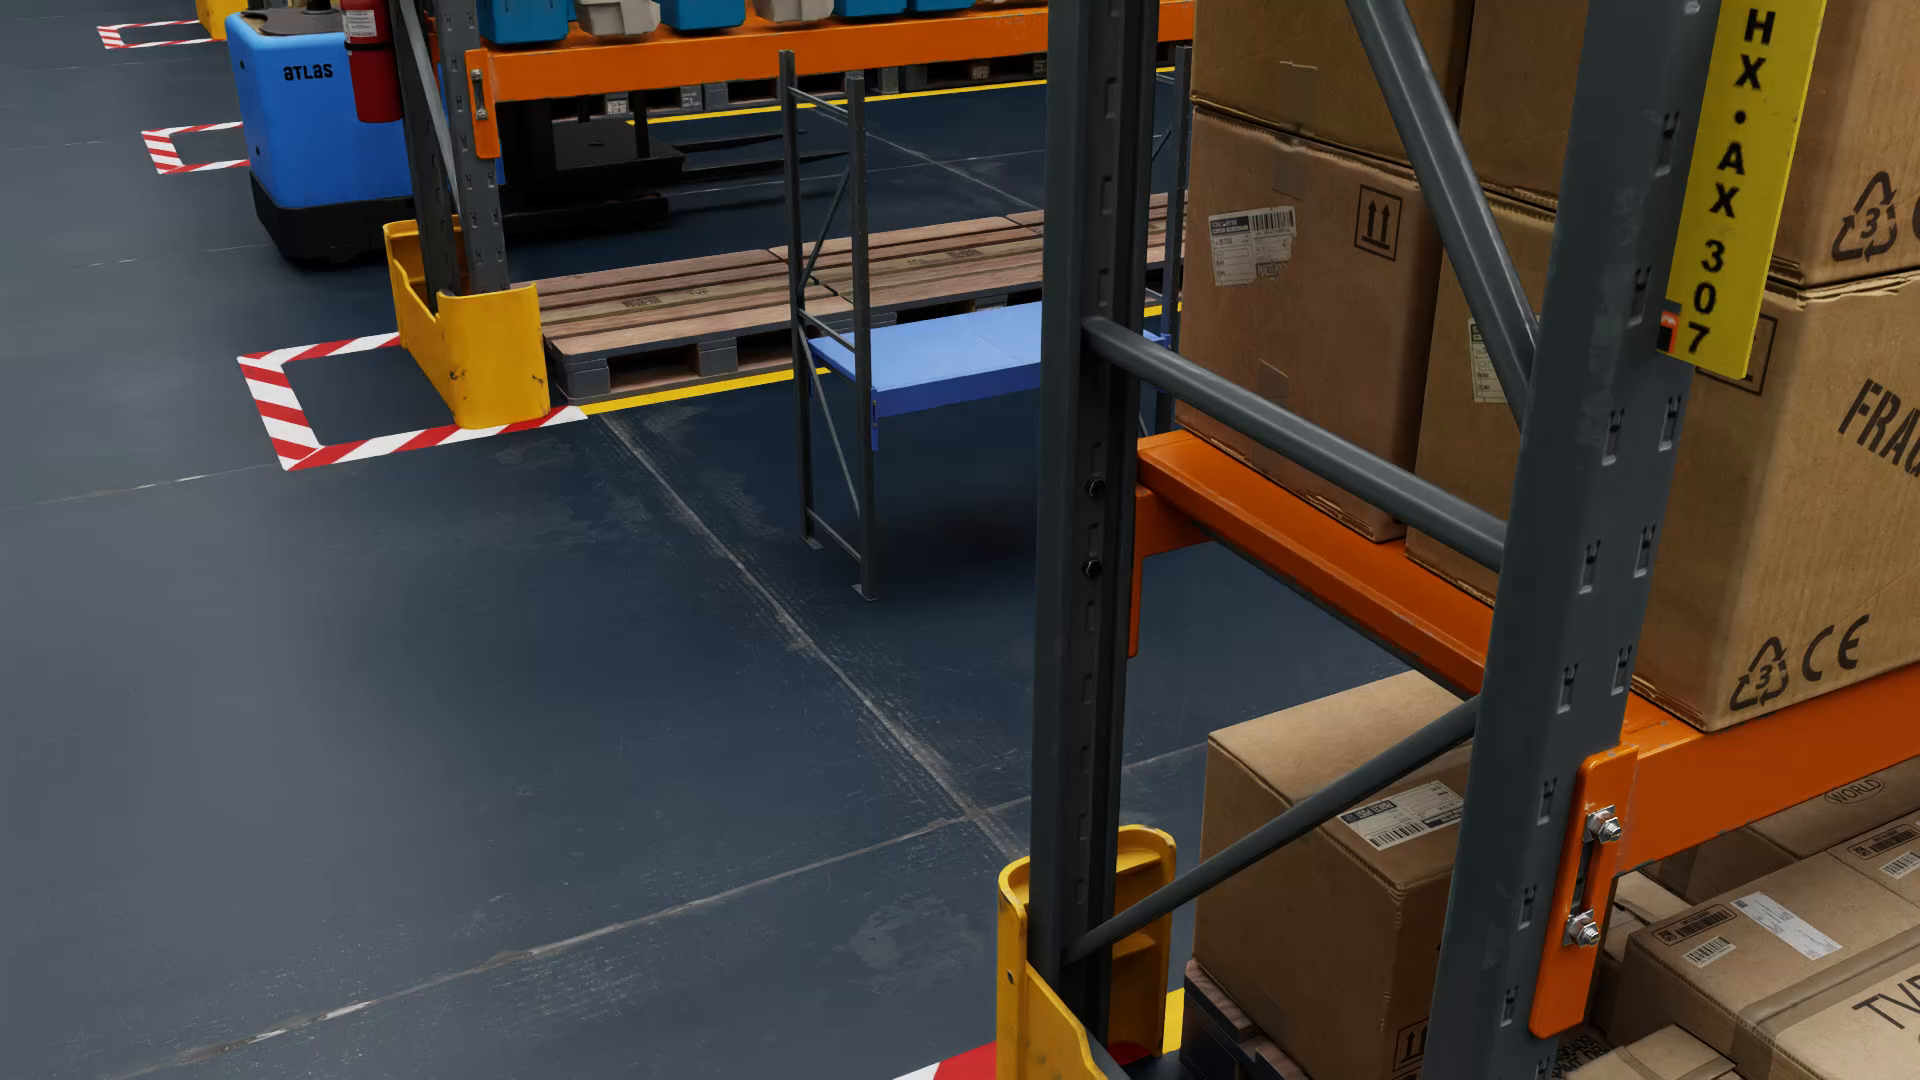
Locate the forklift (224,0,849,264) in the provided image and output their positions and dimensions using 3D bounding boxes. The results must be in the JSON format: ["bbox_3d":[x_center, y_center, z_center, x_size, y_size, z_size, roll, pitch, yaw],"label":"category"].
[{"bbox_3d":[-2.086,-3.082,8.282,3.031,2.935,1.130,-14,29,-26],"label":"forklift"}]

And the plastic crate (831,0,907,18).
[{"bbox_3d":[-0.390,-2.158,6.403,0.300,0.233,0.416,-13,29,-25],"label":"plastic crate"}]

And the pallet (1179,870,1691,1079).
[{"bbox_3d":[1.173,0.958,3.012,1.213,0.211,1.003,-13,29,-25],"label":"pallet"}]

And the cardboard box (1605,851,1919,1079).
[{"bbox_3d":[1.457,0.816,2.754,0.500,0.250,0.500,-13,29,-25],"label":"cardboard box"}]

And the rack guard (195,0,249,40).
[{"bbox_3d":[-6.433,-4.709,14.480,0.348,0.500,1.175,-13,29,-25],"label":"rack guard"}]

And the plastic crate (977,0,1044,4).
[{"bbox_3d":[0.210,-2.267,6.742,0.466,0.136,0.293,-13,29,-25],"label":"plastic crate"}]

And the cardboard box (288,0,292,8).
[{"bbox_3d":[-5.887,-4.709,14.400,0.250,0.149,0.380,-12,28,-24],"label":"cardboard box"}]

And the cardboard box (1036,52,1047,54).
[{"bbox_3d":[0.618,-4.272,12.651,0.875,0.875,1.225,-14,29,-27],"label":"cardboard box"}]

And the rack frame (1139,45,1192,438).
[{"bbox_3d":[0.524,-0.797,5.177,0.032,1.500,0.500,-13,29,-25],"label":"rack frame"}]

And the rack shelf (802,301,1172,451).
[{"bbox_3d":[0.075,-0.531,5.039,1.000,0.185,0.538,-13,29,-25],"label":"rack shelf"}]

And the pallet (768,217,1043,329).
[{"bbox_3d":[-0.104,-1.157,7.415,1.213,0.211,1.003,-13,29,-25],"label":"pallet"}]

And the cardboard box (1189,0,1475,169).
[{"bbox_3d":[0.666,-0.813,2.206,0.500,0.500,0.500,-13,29,-26],"label":"cardboard box"}]

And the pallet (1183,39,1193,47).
[{"bbox_3d":[2.073,-4.146,13.641,1.213,0.211,1.003,-13,29,-25],"label":"pallet"}]

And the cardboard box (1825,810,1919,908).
[{"bbox_3d":[1.899,0.714,2.966,0.500,0.250,0.500,-13,29,-25],"label":"cardboard box"}]

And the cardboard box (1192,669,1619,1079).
[{"bbox_3d":[0.767,0.602,2.909,0.500,0.500,0.500,-13,29,-25],"label":"cardboard box"}]

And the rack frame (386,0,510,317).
[{"bbox_3d":[-1.925,-2.014,5.979,0.127,3.000,1.000,-13,29,-25],"label":"rack frame"}]

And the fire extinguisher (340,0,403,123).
[{"bbox_3d":[-2.272,-1.954,6.374,0.183,0.674,0.296,-13,29,-25],"label":"fire extinguisher"}]

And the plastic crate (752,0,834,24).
[{"bbox_3d":[-0.631,-2.018,6.224,0.298,0.136,0.250,-13,29,-25],"label":"plastic crate"}]

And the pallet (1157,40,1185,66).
[{"bbox_3d":[0.997,-3.899,13.127,1.213,0.211,1.003,-13,29,-25],"label":"pallet"}]

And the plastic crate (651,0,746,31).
[{"bbox_3d":[-0.971,-2.024,6.124,0.300,0.233,0.416,-13,29,-25],"label":"plastic crate"}]

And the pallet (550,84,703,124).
[{"bbox_3d":[-2.511,-3.088,11.437,1.213,0.211,1.003,-13,29,-25],"label":"pallet"}]

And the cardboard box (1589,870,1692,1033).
[{"bbox_3d":[1.166,0.705,3.082,0.250,0.166,0.380,-13,29,-25],"label":"cardboard box"}]

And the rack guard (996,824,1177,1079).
[{"bbox_3d":[0.470,0.990,2.610,0.348,0.500,1.175,-13,29,-25],"label":"rack guard"}]

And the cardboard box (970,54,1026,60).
[{"bbox_3d":[-0.171,-4.089,12.272,0.875,0.875,1.225,-13,29,-25],"label":"cardboard box"}]

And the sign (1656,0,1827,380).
[{"bbox_3d":[0.658,-0.304,1.418,0.005,0.325,0.100,-13,29,-25],"label":"sign"}]

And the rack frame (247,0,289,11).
[{"bbox_3d":[-4.255,-3.905,9.918,0.127,3.000,1.000,-13,29,-25],"label":"rack frame"}]

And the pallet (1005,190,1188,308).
[{"bbox_3d":[0.974,-1.407,7.936,1.213,0.211,1.003,-13,29,-25],"label":"pallet"}]

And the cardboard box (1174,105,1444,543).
[{"bbox_3d":[0.670,-0.362,2.422,0.500,0.500,0.500,-12,28,-24],"label":"cardboard box"}]

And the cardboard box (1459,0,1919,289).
[{"bbox_3d":[0.919,-0.607,1.777,0.500,0.500,0.500,-12,28,-24],"label":"cardboard box"}]

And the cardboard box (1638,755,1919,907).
[{"bbox_3d":[1.619,0.533,3.343,0.500,0.250,0.500,-13,29,-25],"label":"cardboard box"}]

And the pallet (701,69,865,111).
[{"bbox_3d":[-1.434,-3.338,11.958,1.213,0.211,1.003,-13,29,-25],"label":"pallet"}]

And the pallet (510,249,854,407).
[{"bbox_3d":[-1.179,-0.910,6.901,1.213,0.211,1.003,-13,29,-25],"label":"pallet"}]

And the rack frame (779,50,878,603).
[{"bbox_3d":[-0.373,-0.590,4.746,0.032,1.500,0.500,-13,29,-25],"label":"rack frame"}]

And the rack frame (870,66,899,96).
[{"bbox_3d":[-0.726,-4.720,11.615,0.127,3.000,1.000,-13,29,-25],"label":"rack frame"}]

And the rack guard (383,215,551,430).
[{"bbox_3d":[-1.940,-0.877,6.499,0.348,0.500,1.175,-13,29,-25],"label":"rack guard"}]

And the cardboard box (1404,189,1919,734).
[{"bbox_3d":[0.919,-0.156,1.994,0.500,0.500,0.500,-12,28,-24],"label":"cardboard box"}]

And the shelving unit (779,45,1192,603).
[{"bbox_3d":[0.075,-0.693,4.962,1.048,1.500,0.538,-13,29,-25],"label":"shelving unit"}]

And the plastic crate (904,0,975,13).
[{"bbox_3d":[-0.125,-2.219,6.531,0.300,0.233,0.416,-13,29,-25],"label":"plastic crate"}]

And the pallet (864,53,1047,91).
[{"bbox_3d":[-0.080,-3.649,12.606,1.213,0.211,1.003,-13,29,-25],"label":"pallet"}]

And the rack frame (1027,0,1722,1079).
[{"bbox_3d":[0.404,-0.120,2.034,0.053,2.616,0.949,-13,29,-25],"label":"rack frame"}]

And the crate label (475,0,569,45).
[{"bbox_3d":[-1.552,-1.890,5.845,0.303,0.233,0.416,-13,29,-25],"label":"crate label"}]

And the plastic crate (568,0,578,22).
[{"bbox_3d":[-1.717,-2.196,6.249,0.499,0.435,0.616,-13,29,-25],"label":"plastic crate"}]

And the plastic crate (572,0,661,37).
[{"bbox_3d":[-1.230,-1.880,5.936,0.298,0.136,0.250,-13,29,-25],"label":"plastic crate"}]

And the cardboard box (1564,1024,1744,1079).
[{"bbox_3d":[1.155,0.953,2.565,0.250,0.166,0.380,-13,29,-25],"label":"cardboard box"}]

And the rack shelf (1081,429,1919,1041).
[{"bbox_3d":[2.168,-0.204,3.041,4.000,0.370,1.077,-13,29,-25],"label":"rack shelf"}]

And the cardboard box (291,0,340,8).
[{"bbox_3d":[-3.728,-3.298,10.622,0.875,0.875,0.875,-13,29,-25],"label":"cardboard box"}]

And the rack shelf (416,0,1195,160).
[{"bbox_3d":[-0.160,-2.097,6.983,4.000,0.370,1.077,-13,29,-25],"label":"rack shelf"}]
